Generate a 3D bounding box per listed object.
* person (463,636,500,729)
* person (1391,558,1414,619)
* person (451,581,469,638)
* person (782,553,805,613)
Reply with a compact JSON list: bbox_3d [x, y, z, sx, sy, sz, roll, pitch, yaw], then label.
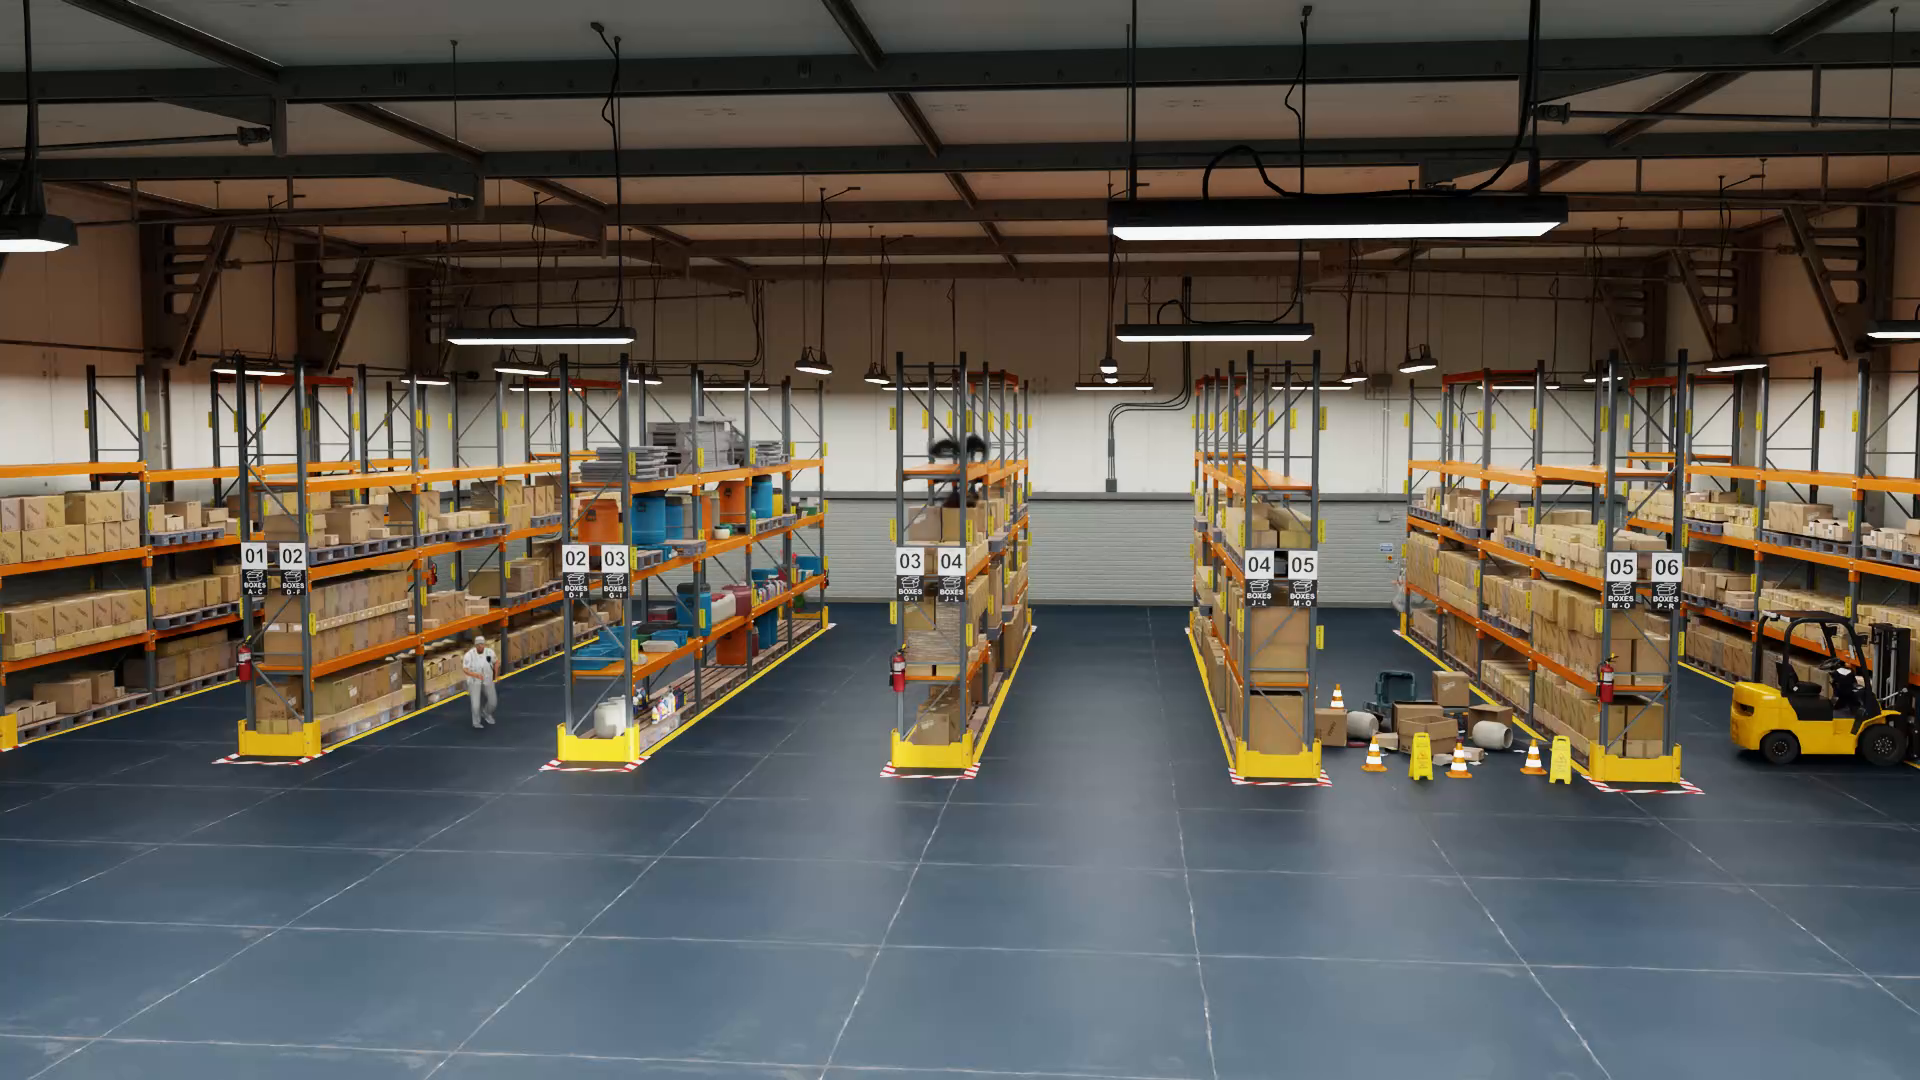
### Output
[{"bbox_3d":[-7.776,2.313,27.025,0.599,1.555,0.716,-2,5,-27],"label":"person"},{"bbox_3d":[10.807,1.256,40.355,0.692,1.784,0.651,1,4,13],"label":"person"},{"bbox_3d":[-10.917,1.628,36.303,0.595,1.625,0.616,-1,4,-7],"label":"person"},{"bbox_3d":[-4.163,1.193,41.466,0.670,1.745,0.652,0,4,-6],"label":"person"}]
